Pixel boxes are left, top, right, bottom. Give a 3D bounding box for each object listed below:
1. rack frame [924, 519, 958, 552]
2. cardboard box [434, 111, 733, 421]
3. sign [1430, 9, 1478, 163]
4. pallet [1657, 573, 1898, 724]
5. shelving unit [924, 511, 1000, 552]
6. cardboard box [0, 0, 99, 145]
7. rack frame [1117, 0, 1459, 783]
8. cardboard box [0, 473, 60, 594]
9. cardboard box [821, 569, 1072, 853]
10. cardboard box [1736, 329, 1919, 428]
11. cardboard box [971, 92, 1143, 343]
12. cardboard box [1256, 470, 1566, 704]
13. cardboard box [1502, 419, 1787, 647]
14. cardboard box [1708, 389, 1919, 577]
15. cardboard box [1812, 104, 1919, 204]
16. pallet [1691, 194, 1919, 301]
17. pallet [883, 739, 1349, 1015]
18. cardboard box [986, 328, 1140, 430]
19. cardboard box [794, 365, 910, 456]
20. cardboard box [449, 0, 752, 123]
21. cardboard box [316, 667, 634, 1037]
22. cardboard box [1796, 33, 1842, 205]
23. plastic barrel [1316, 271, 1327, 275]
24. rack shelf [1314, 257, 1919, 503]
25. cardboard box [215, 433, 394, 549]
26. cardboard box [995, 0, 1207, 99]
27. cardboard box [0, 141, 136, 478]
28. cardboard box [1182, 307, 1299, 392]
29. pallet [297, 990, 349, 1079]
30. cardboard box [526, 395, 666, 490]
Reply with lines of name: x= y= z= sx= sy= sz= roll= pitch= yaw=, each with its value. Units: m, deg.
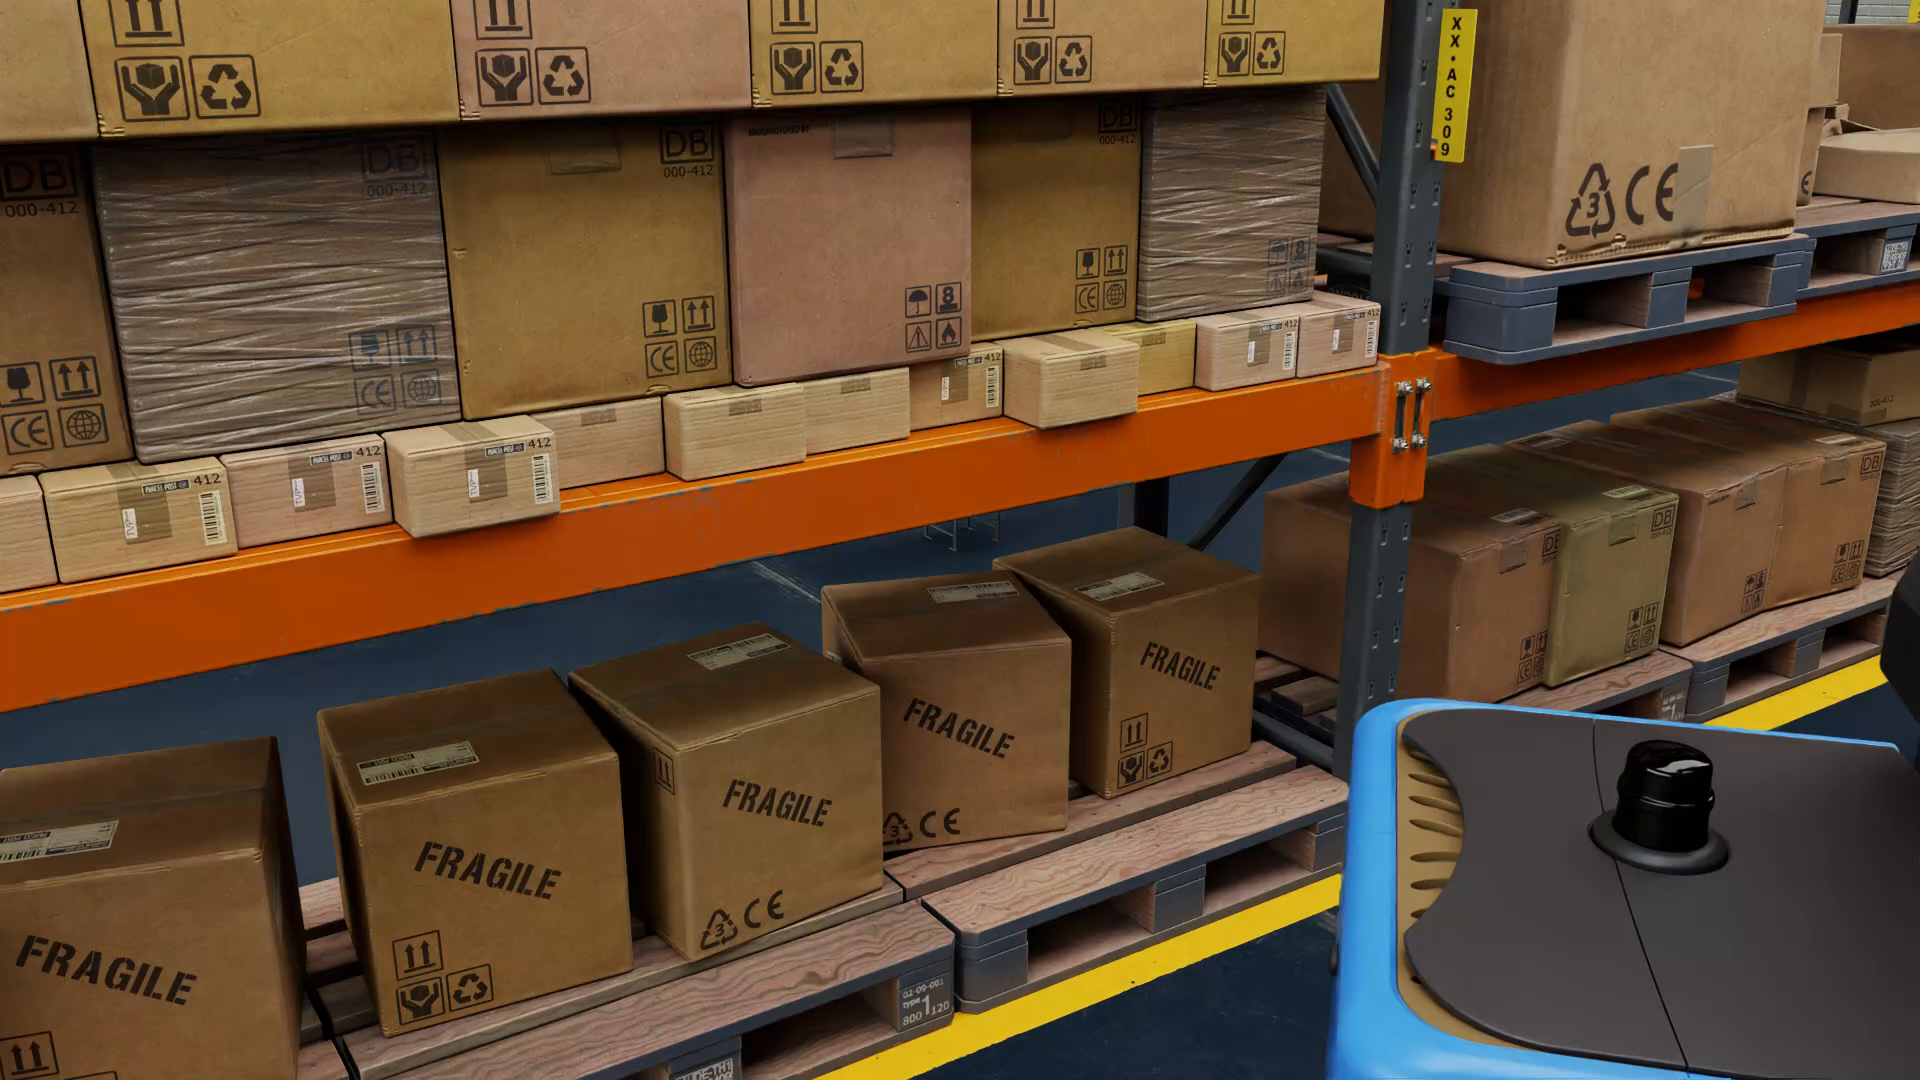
rack frame: x=-0.078 y=-0.410 z=6.552 sx=0.006 sy=0.900 sz=0.240 roll=-12 pitch=22 yaw=-31
cardboard box: x=-0.864 y=-0.595 z=3.201 sx=0.500 sy=0.500 sz=0.875 roll=-12 pitch=22 yaw=-31
sign: x=1.090 y=-1.006 z=3.686 sx=0.005 sy=0.325 sz=0.100 roll=-12 pitch=22 yaw=-31
pallet: x=2.455 y=0.227 z=5.743 sx=1.213 sy=0.211 sz=1.003 roll=-12 pitch=22 yaw=-31
shelving unit: x=0.007 y=-0.428 z=6.605 sx=0.210 sy=0.900 sz=0.258 roll=-12 pitch=22 yaw=-31
cardboard box: x=-1.524 y=-0.808 z=2.268 sx=0.500 sy=0.500 sz=0.500 roll=-12 pitch=22 yaw=-31
rack frame: x=0.786 y=-0.740 z=4.250 sx=0.127 sy=3.000 sz=1.000 roll=-12 pitch=22 yaw=-31
cardboard box: x=-1.552 y=-0.031 z=2.547 sx=0.250 sy=0.149 sz=0.380 roll=-12 pitch=22 yaw=-31
cardboard box: x=-0.045 y=0.408 z=4.102 sx=0.500 sy=0.500 sz=0.500 roll=-5 pitch=19 yaw=-14
cardboard box: x=3.146 y=-0.602 z=5.887 sx=0.500 sy=0.250 sz=0.500 roll=-9 pitch=21 yaw=-25
cardboard box: x=-0.061 y=-0.787 z=3.769 sx=0.500 sy=0.500 sz=0.875 roll=-12 pitch=22 yaw=-31
cardboard box: x=1.310 y=0.133 z=4.883 sx=0.500 sy=0.500 sz=0.700 roll=-14 pitch=23 yaw=-36
cardboard box: x=2.186 y=-0.044 z=5.409 sx=0.500 sy=0.500 sz=0.700 roll=-14 pitch=23 yaw=-36
cardboard box: x=3.121 y=-0.244 z=6.000 sx=0.500 sy=0.500 sz=0.700 roll=-14 pitch=23 yaw=-36
cardboard box: x=2.882 y=-1.214 z=5.206 sx=0.258 sy=0.266 sz=0.396 roll=-13 pitch=22 yaw=-33
pallet: x=2.495 y=-0.994 z=5.301 sx=1.213 sy=0.211 sz=1.003 roll=-12 pitch=22 yaw=-31
pallet: x=0.244 y=0.709 z=4.319 sx=1.213 sy=0.211 sz=1.003 roll=-12 pitch=22 yaw=-31
cardboard box: x=0.164 y=-0.361 z=3.522 sx=0.250 sy=0.149 sz=0.380 roll=-12 pitch=22 yaw=-31
cardboard box: x=-0.304 y=-0.298 z=3.334 sx=0.250 sy=0.149 sz=0.380 roll=-12 pitch=22 yaw=-31
cardboard box: x=-0.693 y=-0.986 z=2.795 sx=0.500 sy=0.500 sz=0.500 roll=-12 pitch=22 yaw=-31
cardboard box: x=-1.011 y=0.624 z=3.461 sx=0.500 sy=0.500 sz=0.500 roll=-10 pitch=21 yaw=-26
cardboard box: x=2.183 y=-1.318 z=5.143 sx=0.637 sy=0.503 sz=0.797 roll=-9 pitch=21 yaw=-26
plastic barrel: x=2.745 y=-2.116 z=11.429 sx=0.708 sy=0.588 sz=0.600 roll=-12 pitch=22 yaw=-31
rack shelf: x=2.456 y=-0.752 z=5.408 sx=4.000 sy=0.370 sz=1.077 roll=-12 pitch=22 yaw=-31
cardboard box: x=-1.146 y=-0.125 z=2.823 sx=0.250 sy=0.149 sz=0.380 roll=-12 pitch=22 yaw=-31
cardboard box: x=0.144 y=-1.161 z=3.313 sx=0.500 sy=0.500 sz=0.500 roll=-12 pitch=22 yaw=-31
cardboard box: x=-1.729 y=-0.434 z=2.723 sx=0.500 sy=0.500 sz=0.875 roll=-12 pitch=22 yaw=-31
cardboard box: x=0.554 y=-0.463 z=3.823 sx=0.250 sy=0.149 sz=0.380 roll=-12 pitch=22 yaw=-31
pallet: x=-1.794 y=1.138 z=3.048 sx=1.213 sy=0.211 sz=1.003 roll=-12 pitch=22 yaw=-31
cardboard box: x=-0.744 y=-0.221 z=3.106 sx=0.250 sy=0.149 sz=0.380 roll=-12 pitch=22 yaw=-31
